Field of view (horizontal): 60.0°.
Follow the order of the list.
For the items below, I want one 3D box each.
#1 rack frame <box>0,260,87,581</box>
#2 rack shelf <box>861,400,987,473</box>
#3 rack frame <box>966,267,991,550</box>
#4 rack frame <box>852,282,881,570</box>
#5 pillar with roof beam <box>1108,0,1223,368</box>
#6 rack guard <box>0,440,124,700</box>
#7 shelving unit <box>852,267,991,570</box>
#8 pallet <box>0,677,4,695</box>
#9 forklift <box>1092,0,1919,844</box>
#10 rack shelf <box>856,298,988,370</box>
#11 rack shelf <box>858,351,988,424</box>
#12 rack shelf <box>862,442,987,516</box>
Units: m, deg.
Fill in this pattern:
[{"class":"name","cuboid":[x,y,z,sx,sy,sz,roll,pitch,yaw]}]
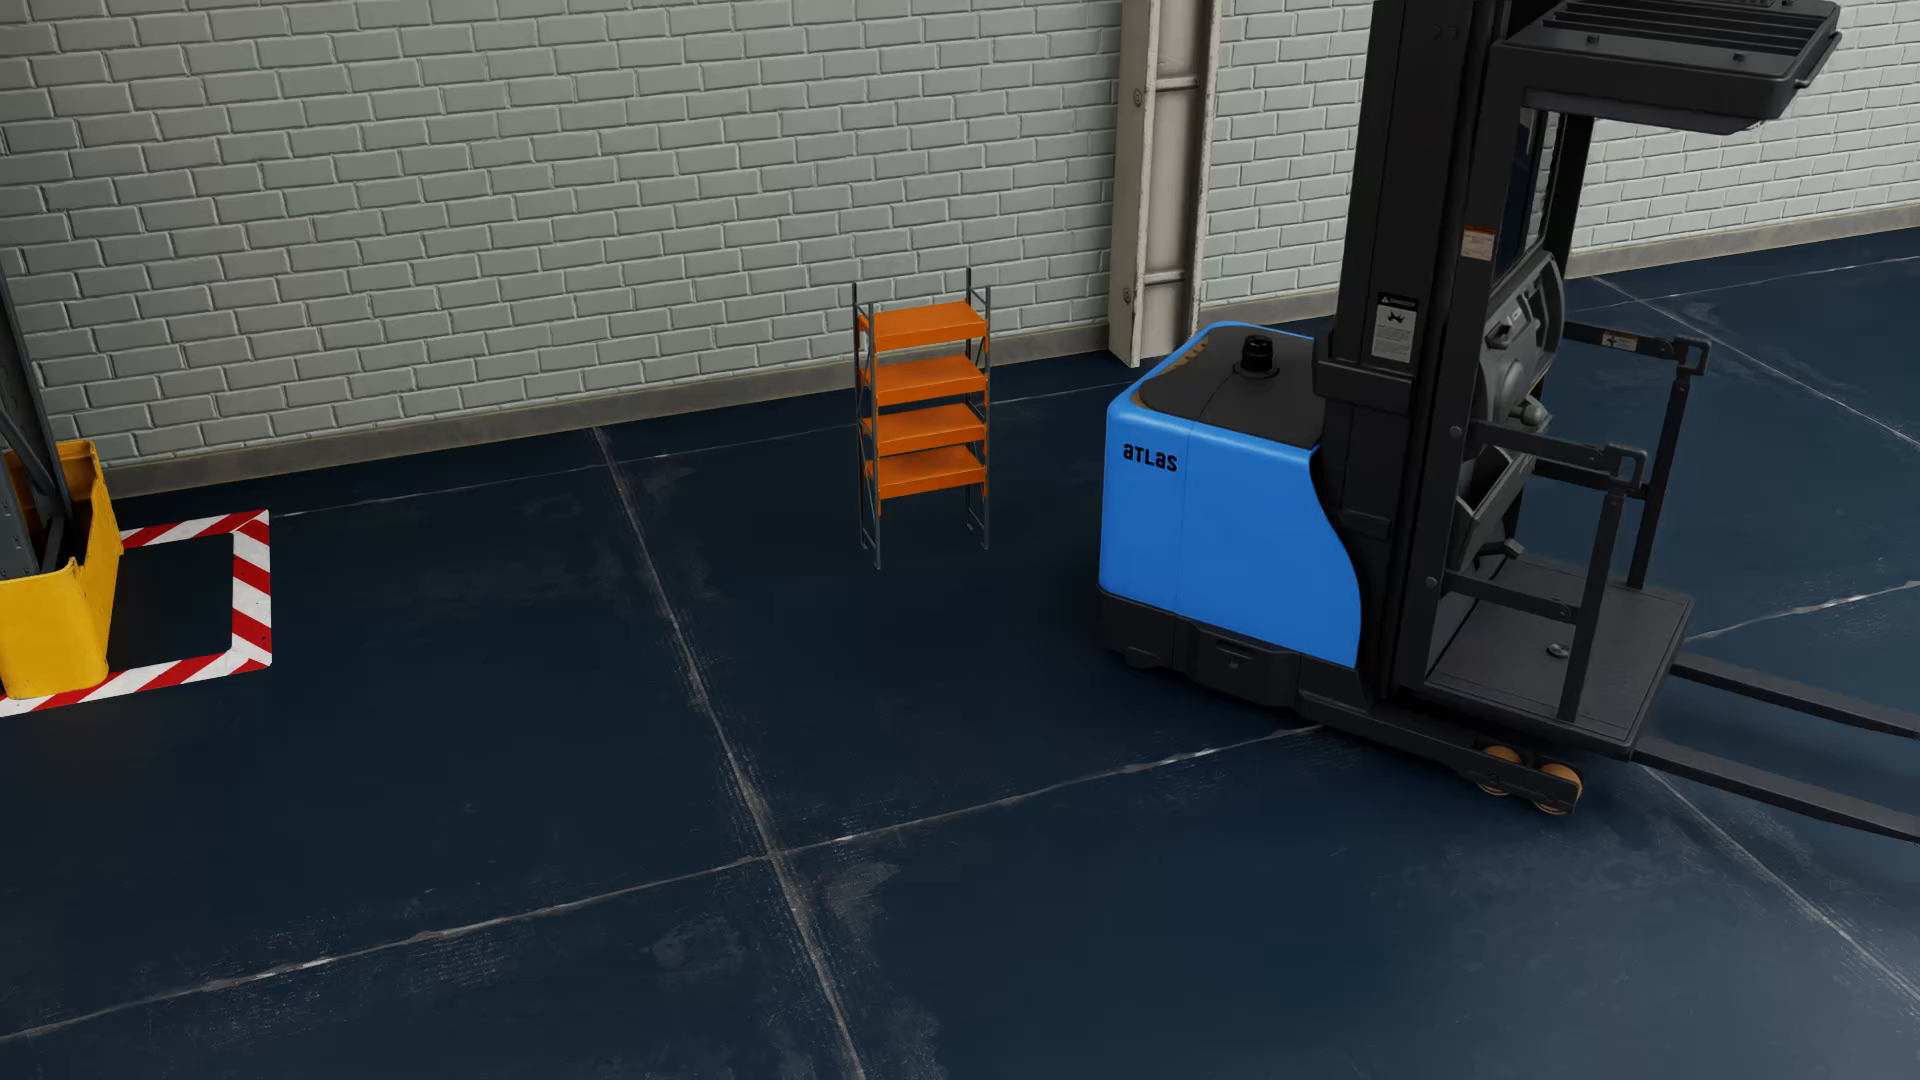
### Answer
[{"class":"rack frame","cuboid":[-3.617,-0.993,5.962,0.127,3.000,1.000,-10,31,-18]},{"class":"rack shelf","cuboid":[-0.155,-0.434,6.936,0.480,0.148,0.258,-10,31,-18]},{"class":"rack frame","cuboid":[0.074,-0.535,6.977,0.015,1.200,0.240,-10,31,-18]},{"class":"rack frame","cuboid":[-0.384,-0.451,6.829,0.015,1.200,0.240,-10,31,-18]},{"class":"pillar with roof beam","cuboid":[2.540,-2.936,3.312,0.400,9.000,9.100,-10,31,-18]},{"class":"rack guard","cuboid":[-3.595,0.089,6.588,0.348,0.500,1.175,-10,31,-18]},{"class":"shelving unit","cuboid":[-0.155,-0.493,6.903,0.503,1.200,0.258,-10,31,-18]},{"class":"pallet","cuboid":[-4.320,0.370,6.387,1.213,0.211,1.003,-10,31,-18]},{"class":"forklift","cuboid":[2.036,-0.647,5.426,3.031,2.935,1.130,17,34,27]},{"class":"rack shelf","cuboid":[-0.155,-0.834,6.708,0.480,0.148,0.258,-10,31,-18]},{"class":"rack shelf","cuboid":[-0.155,-0.629,6.825,0.480,0.148,0.258,-10,31,-18]},{"class":"rack shelf","cuboid":[-0.155,-0.262,7.034,0.480,0.148,0.258,-10,31,-18]}]
